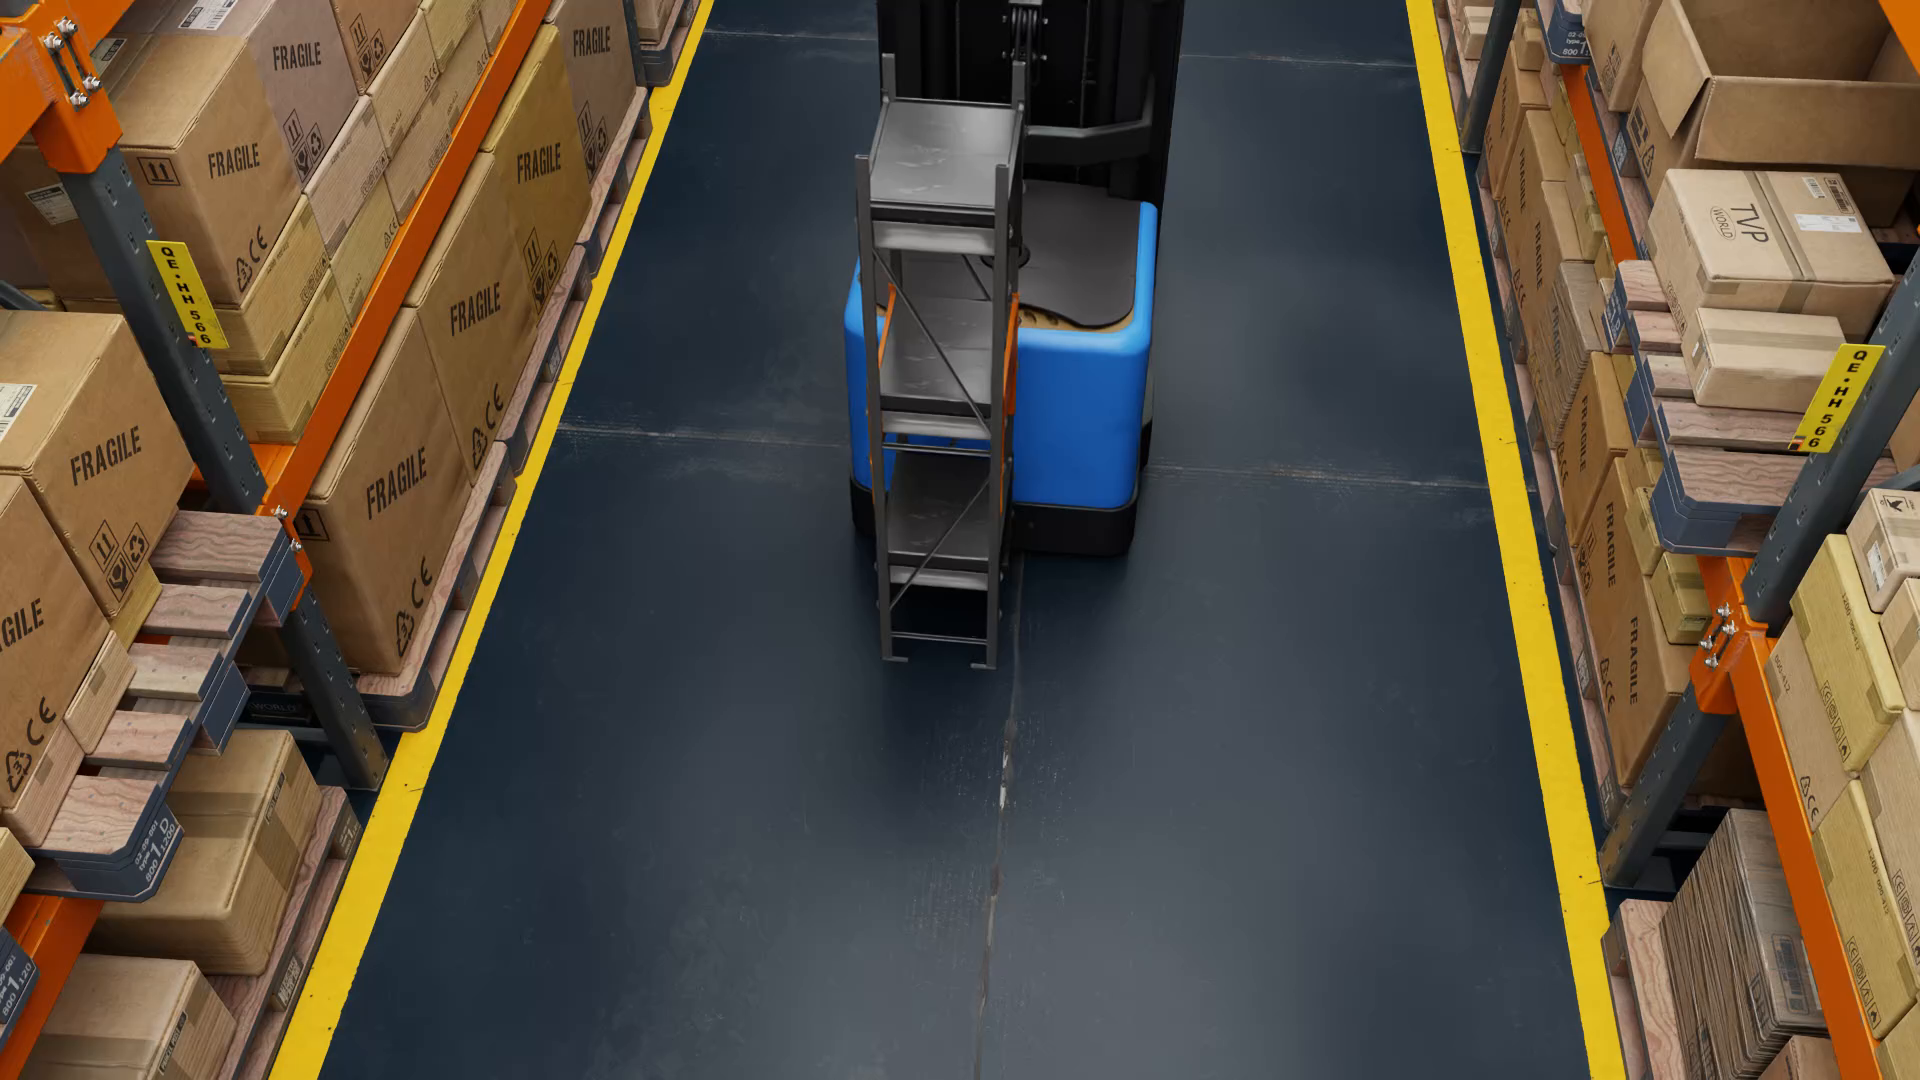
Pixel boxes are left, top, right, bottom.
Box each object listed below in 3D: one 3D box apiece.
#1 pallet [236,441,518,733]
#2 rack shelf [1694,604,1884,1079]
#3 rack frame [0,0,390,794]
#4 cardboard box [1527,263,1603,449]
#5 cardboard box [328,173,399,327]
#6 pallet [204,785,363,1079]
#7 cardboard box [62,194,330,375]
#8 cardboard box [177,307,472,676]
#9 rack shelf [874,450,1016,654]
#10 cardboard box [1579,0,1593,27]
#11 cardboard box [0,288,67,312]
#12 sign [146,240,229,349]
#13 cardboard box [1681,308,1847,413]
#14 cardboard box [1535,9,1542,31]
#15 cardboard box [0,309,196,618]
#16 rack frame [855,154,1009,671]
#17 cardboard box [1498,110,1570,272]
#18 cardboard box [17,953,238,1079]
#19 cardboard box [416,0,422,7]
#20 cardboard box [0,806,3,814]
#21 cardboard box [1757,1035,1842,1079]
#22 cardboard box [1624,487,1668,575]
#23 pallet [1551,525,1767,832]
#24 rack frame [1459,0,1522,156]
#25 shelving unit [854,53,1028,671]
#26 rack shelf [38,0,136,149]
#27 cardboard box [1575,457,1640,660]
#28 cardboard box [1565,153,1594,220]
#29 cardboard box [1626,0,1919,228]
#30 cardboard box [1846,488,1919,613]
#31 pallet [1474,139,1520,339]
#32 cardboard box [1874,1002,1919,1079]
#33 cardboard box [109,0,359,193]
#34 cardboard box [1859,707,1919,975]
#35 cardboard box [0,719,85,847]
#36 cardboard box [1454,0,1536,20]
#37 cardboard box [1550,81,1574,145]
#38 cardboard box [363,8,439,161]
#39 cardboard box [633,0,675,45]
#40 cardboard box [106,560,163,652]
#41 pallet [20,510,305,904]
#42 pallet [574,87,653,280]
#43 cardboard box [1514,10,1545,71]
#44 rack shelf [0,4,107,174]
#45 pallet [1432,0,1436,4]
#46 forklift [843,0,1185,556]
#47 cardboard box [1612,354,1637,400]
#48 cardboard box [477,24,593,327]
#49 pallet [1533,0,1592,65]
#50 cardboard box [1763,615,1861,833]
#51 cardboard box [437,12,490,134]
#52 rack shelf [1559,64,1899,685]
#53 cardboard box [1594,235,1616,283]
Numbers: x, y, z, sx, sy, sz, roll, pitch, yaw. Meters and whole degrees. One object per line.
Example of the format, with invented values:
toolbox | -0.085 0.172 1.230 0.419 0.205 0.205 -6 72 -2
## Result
pallet | -2.264 0.111 6.005 1.003 0.211 1.213 4 48 4
rack shelf | 2.350 1.788 3.069 1.077 0.370 4.000 4 48 4
rack frame | -2.411 -0.256 4.451 1.000 3.000 0.127 4 48 4
cardboard box | 2.486 -0.683 6.251 0.500 0.500 0.500 2 48 2
cardboard box | -2.087 -0.926 5.166 0.500 0.250 0.500 3 48 2
pallet | -2.484 1.260 4.955 1.003 0.211 1.213 4 48 4
cardboard box | -2.119 -0.729 4.647 0.500 0.250 0.500 4 48 3
cardboard box | -2.266 -0.182 5.539 0.875 0.875 0.875 3 48 3
rack shelf | -0.045 0.030 5.766 0.431 0.518 0.480 5 48 4
cardboard box | 2.388 -1.965 5.821 0.396 0.266 0.258 6 48 5
cardboard box | -2.620 -0.747 4.663 0.500 0.250 0.500 4 48 3
sign | -1.870 -0.590 4.026 0.100 0.325 0.005 4 48 4
cardboard box | 2.210 -0.490 4.551 0.380 0.149 0.250 5 48 4
cardboard box | 2.659 -2.232 7.026 0.380 0.149 0.250 3 48 3
cardboard box | -2.176 -0.179 3.827 0.500 0.500 0.500 3 48 2
rack frame | -0.073 -0.272 5.076 0.400 2.100 0.015 5 48 4
cardboard box | 2.590 -1.430 6.934 0.500 0.500 0.500 3 48 3
cardboard box | -2.532 1.447 4.390 0.950 0.372 0.625 3 48 3
cardboard box | -1.975 -2.088 5.381 0.500 0.500 0.500 5 48 4
cardboard box | -2.257 0.573 3.139 0.500 0.500 0.500 1 48 1
cardboard box | 2.410 1.673 4.012 0.875 0.625 0.625 5 48 5
cardboard box | 2.319 -0.024 5.209 0.380 0.149 0.250 2 48 2
pallet | 2.638 0.470 5.677 1.003 0.211 1.213 4 48 4
rack frame | 2.897 -2.864 6.837 1.000 3.000 0.127 4 48 4
shelving unit | -0.045 -0.451 5.240 0.431 2.100 0.503 5 48 4
rack shelf | -2.229 -2.495 4.954 1.077 0.370 4.000 4 48 4
cardboard box | 2.413 0.085 5.549 0.500 0.500 0.500 3 48 3
cardboard box | 2.567 -1.354 6.425 0.380 0.149 0.250 4 48 3
cardboard box | 2.497 -1.313 5.064 0.797 0.503 0.637 3 48 3
cardboard box | 2.210 0.037 3.676 0.380 0.149 0.250 5 48 5
pallet | 2.860 -1.322 7.317 1.003 0.211 1.213 4 48 4
cardboard box | 2.158 1.184 3.236 0.500 0.250 0.500 2 48 2
cardboard box | -2.087 -1.338 4.696 0.500 0.500 0.500 4 48 4
cardboard box | 2.202 0.635 3.399 0.500 0.250 0.500 5 48 5
cardboard box | -2.168 0.519 3.629 0.380 0.149 0.250 2 48 2
cardboard box | 2.687 -2.774 8.323 0.396 0.266 0.258 5 48 5
cardboard box | 2.639 -1.737 6.776 0.380 0.149 0.250 2 48 2
cardboard box | -2.013 -1.475 5.329 0.500 0.250 0.500 4 48 3
cardboard box | -1.883 -2.926 8.345 0.875 0.438 0.875 3 48 3
cardboard box | -2.159 0.146 3.969 0.380 0.149 0.250 5 48 4
pallet | -2.370 0.340 4.036 1.213 0.211 1.003 4 48 4
pallet | -2.042 -1.682 7.645 1.003 0.211 1.213 4 48 4
cardboard box | 2.599 -2.135 7.140 0.380 0.149 0.250 6 48 5
rack shelf | -2.594 0.444 2.265 1.077 0.370 4.000 4 48 4
pallet | 3.069 -3.326 9.149 1.003 0.211 1.213 4 48 4
forklift | 0.276 -2.027 6.117 1.130 2.935 3.031 5 48 4
cardboard box | 2.478 -0.589 5.726 0.380 0.149 0.250 3 48 3
cardboard box | -2.098 -1.494 6.739 0.875 0.875 0.875 5 48 5
pallet | 2.715 -2.219 6.377 1.003 0.211 1.213 4 48 4
cardboard box | 2.248 0.436 3.920 0.500 0.250 0.500 4 48 4
cardboard box | -1.992 -1.674 5.850 0.500 0.250 0.500 4 48 4
rack shelf | 2.714 -1.151 5.758 1.077 0.370 4.000 4 48 4
cardboard box | 2.547 -0.971 6.075 0.380 0.149 0.250 4 48 4
